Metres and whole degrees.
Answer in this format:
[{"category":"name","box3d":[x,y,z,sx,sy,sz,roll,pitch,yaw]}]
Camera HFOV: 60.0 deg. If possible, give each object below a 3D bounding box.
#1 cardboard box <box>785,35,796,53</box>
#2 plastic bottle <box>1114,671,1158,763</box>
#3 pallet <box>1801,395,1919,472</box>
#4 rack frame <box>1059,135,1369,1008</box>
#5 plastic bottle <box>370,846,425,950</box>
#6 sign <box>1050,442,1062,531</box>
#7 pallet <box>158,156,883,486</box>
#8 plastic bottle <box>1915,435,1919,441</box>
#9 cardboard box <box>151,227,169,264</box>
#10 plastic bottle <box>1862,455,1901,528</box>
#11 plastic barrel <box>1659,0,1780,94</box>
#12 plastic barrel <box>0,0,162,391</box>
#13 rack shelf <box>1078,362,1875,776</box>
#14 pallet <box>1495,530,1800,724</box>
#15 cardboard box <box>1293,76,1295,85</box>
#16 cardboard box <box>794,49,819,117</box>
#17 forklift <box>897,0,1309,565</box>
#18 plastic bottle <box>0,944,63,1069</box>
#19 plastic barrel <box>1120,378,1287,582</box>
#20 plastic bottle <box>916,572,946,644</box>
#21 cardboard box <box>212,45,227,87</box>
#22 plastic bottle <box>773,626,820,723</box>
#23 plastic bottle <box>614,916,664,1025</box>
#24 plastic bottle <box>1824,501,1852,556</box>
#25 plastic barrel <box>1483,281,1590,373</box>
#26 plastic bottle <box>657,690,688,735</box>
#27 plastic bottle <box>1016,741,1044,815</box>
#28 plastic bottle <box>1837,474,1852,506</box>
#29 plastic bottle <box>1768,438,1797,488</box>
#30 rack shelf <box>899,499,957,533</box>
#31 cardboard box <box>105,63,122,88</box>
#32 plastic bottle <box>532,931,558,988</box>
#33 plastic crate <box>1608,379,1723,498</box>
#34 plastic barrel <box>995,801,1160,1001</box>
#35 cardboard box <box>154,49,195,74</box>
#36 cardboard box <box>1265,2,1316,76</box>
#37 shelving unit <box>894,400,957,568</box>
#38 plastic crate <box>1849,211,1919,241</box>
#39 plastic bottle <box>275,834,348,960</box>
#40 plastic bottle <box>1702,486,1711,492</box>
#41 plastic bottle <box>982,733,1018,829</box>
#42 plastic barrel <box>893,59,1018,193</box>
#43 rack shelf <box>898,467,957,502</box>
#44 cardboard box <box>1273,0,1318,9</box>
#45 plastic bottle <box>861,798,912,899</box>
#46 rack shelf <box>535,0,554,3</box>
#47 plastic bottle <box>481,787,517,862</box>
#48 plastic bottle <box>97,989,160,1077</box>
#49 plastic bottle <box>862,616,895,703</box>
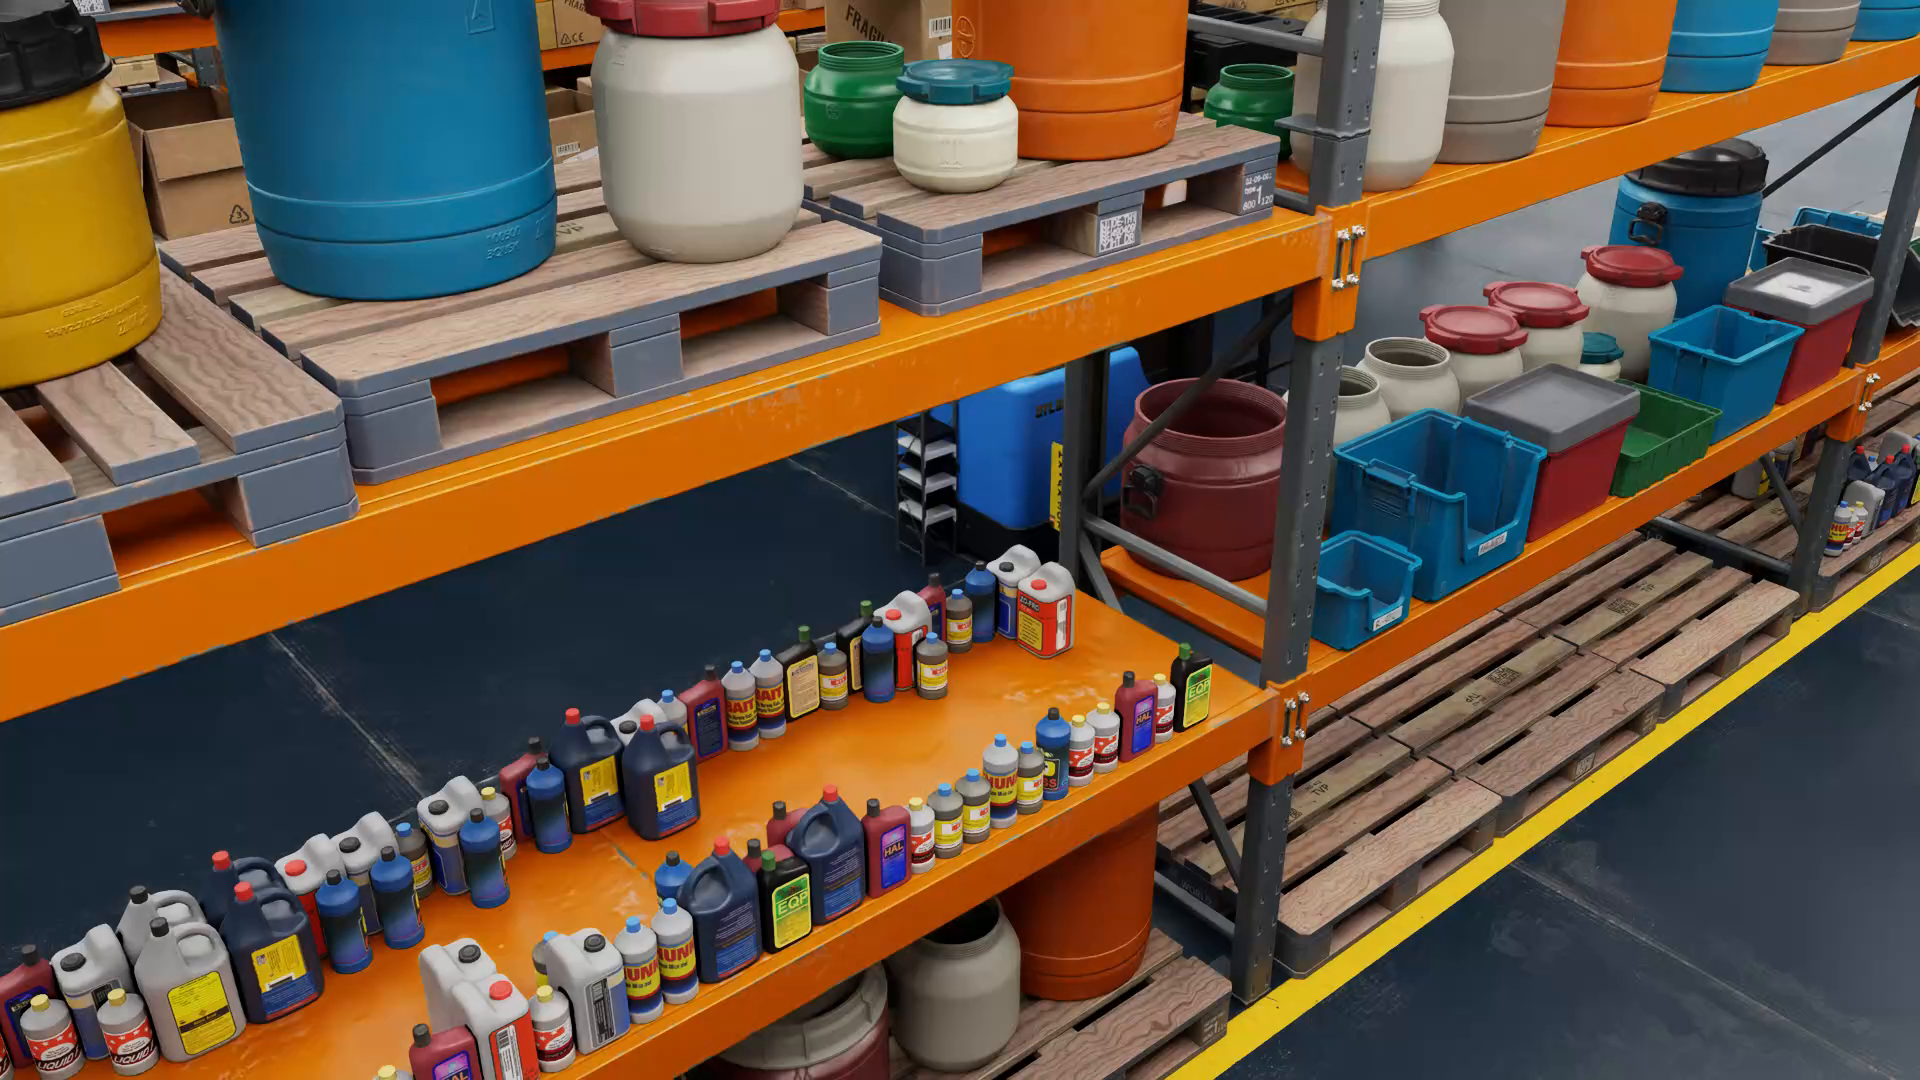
[{"category":"cardboard box","box3d":[-2.080,-4.132,15.108,0.875,0.875,0.875,-21,35,-34]},{"category":"plastic bottle","box3d":[0.504,0.491,4.772,0.133,0.283,0.061,-22,35,-35]},{"category":"pallet","box3d":[5.220,-0.467,9.400,1.213,0.211,1.003,-22,35,-35]},{"category":"rack frame","box3d":[0.710,0.092,5.395,0.127,3.000,1.000,-22,35,-35]},{"category":"plastic bottle","box3d":[-1.383,0.868,4.080,0.097,0.271,0.097,0,28,0]},{"category":"sign","box3d":[0.348,-0.175,5.721,0.005,0.325,0.100,-22,35,-35]},{"category":"pallet","box3d":[-0.939,-0.547,3.608,1.213,0.211,1.003,-22,35,-35]},{"category":"plastic bottle","box3d":[5.134,-0.464,8.938,0.097,0.201,0.097,0,28,0]},{"category":"cardboard box","box3d":[-3.495,-1.178,7.665,0.500,0.500,0.500,-23,36,-36]},{"category":"plastic bottle","box3d":[4.637,-0.255,8.389,0.185,0.351,0.144,-21,34,-34]},{"category":"plastic barrel","box3d":[2.512,-2.042,5.674,0.708,0.901,0.600,-22,35,-35]},{"category":"plastic barrel","box3d":[-1.770,-0.627,2.913,0.600,0.588,0.600,0,28,0]},{"category":"rack shelf","box3d":[2.232,-0.202,6.709,4.000,0.370,1.077,-22,35,-35]},{"category":"pallet","box3d":[3.181,0.353,7.866,1.213,0.211,1.003,-22,35,-35]},{"category":"cardboard box","box3d":[2.191,-3.311,12.029,0.250,0.149,0.380,-22,35,-35]},{"category":"cardboard box","box3d":[-0.720,-2.575,9.830,0.637,0.503,0.797,-18,33,-30]},{"category":"forklift","box3d":[1.114,-1.691,8.805,3.031,2.935,1.130,-21,35,-34]},{"category":"plastic bottle","box3d":[-2.096,1.044,3.738,0.133,0.283,0.061,-22,35,-35]},{"category":"plastic barrel","box3d":[0.867,-0.218,5.832,0.708,0.536,0.600,-22,35,-35]},{"category":"plastic bottle","box3d":[-0.108,0.244,5.234,0.133,0.283,0.061,-22,35,-35]},{"category":"cardboard box","box3d":[-5.130,-3.578,12.156,0.500,0.500,0.500,-21,35,-34]},{"category":"plastic bottle","box3d":[-0.488,0.397,4.948,0.133,0.283,0.061,-22,35,-35]},{"category":"plastic bottle","box3d":[-0.746,0.988,3.856,0.097,0.271,0.097,0,28,0]},{"category":"plastic bottle","box3d":[4.280,-0.062,8.112,0.097,0.271,0.097,0,28,0]},{"category":"plastic barrel","box3d":[2.325,-0.753,6.832,0.433,0.535,0.433,0,28,0]},{"category":"plastic bottle","box3d":[-0.813,0.544,4.685,0.097,0.271,0.097,0,28,0]},{"category":"plastic bottle","box3d":[0.182,0.645,4.571,0.097,0.201,0.097,0,28,0]},{"category":"plastic bottle","box3d":[4.439,-0.214,8.384,0.133,0.283,0.061,-22,35,-35]},{"category":"plastic bottle","box3d":[4.318,-0.438,8.810,0.135,0.276,0.152,-22,35,-35]},{"category":"rack shelf","box3d":[-0.174,-0.142,8.513,0.200,0.077,0.258,-21,35,-34]},{"category":"cardboard box","box3d":[-5.914,-3.176,11.332,0.250,0.149,0.380,-22,35,-35]},{"category":"plastic bottle","box3d":[-0.947,1.005,3.897,0.097,0.201,0.097,0,28,0]},{"category":"plastic crate","box3d":[2.612,-0.404,6.548,0.662,0.188,0.450,-22,35,-35]},{"category":"plastic barrel","box3d":[0.349,1.020,5.516,0.708,0.830,0.600,-22,35,-35]},{"category":"cardboard box","box3d":[-7.944,-4.661,16.632,0.625,0.372,0.950,-23,36,-36]},{"category":"cardboard box","box3d":[2.047,-3.666,12.005,0.500,0.500,0.875,-22,35,-35]},{"category":"shelving unit","box3d":[-0.174,-0.330,8.412,0.210,0.900,0.258,-21,35,-34]},{"category":"plastic crate","box3d":[4.824,-1.603,8.846,0.437,0.136,0.530,-22,35,-35]},{"category":"plastic bottle","box3d":[-1.581,0.868,4.075,0.135,0.276,0.152,-22,35,-35]},{"category":"plastic bottle","box3d":[3.905,-0.393,8.718,0.133,0.283,0.061,-20,34,-33]},{"category":"plastic bottle","box3d":[0.108,0.644,4.499,0.097,0.271,0.097,0,28,0]},{"category":"plastic barrel","box3d":[-0.010,-0.974,3.909,0.301,0.262,0.301,0,28,0]},{"category":"rack shelf","box3d":[-0.174,-0.300,8.428,0.200,0.077,0.258,-21,35,-34]},{"category":"cardboard box","box3d":[2.179,-4.033,11.632,0.500,0.500,0.500,-22,35,-35]},{"category":"plastic bottle","box3d":[-0.190,0.770,4.250,0.133,0.283,0.061,-22,35,-35]},{"category":"rack shelf","box3d":[-0.983,-3.301,9.325,4.000,0.370,1.077,-22,35,-35]},{"category":"plastic bottle","box3d":[-1.232,0.744,4.387,0.097,0.201,0.097,0,28,0]},{"category":"plastic bottle","box3d":[-1.869,1.094,3.731,0.097,0.201,0.097,0,28,0]},{"category":"plastic bottle","box3d":[-0.247,0.355,5.041,0.097,0.271,0.097,0,28,0]}]
